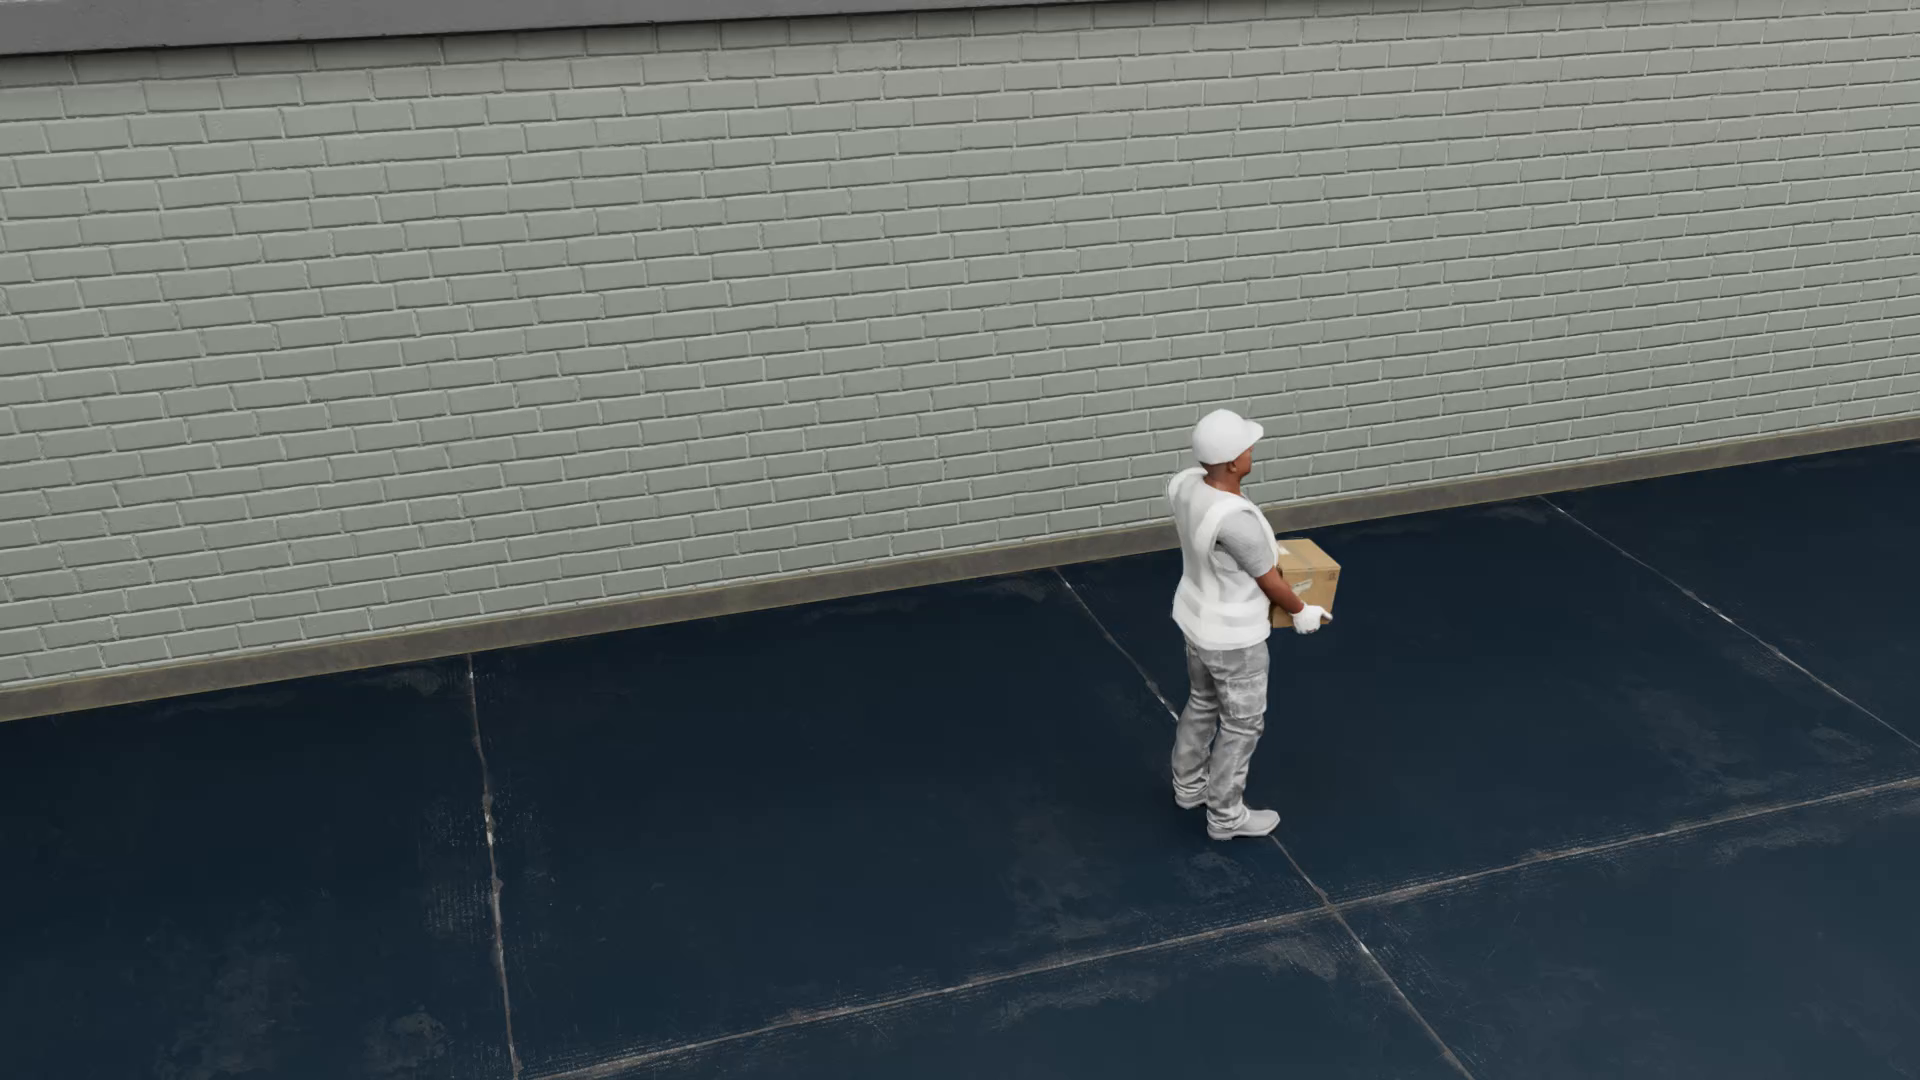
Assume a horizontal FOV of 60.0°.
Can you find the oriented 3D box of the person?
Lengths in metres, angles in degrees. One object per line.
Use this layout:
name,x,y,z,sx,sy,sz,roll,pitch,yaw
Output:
person,1.107,0.320,6.438,0.573,1.784,0.495,-7,27,-14
